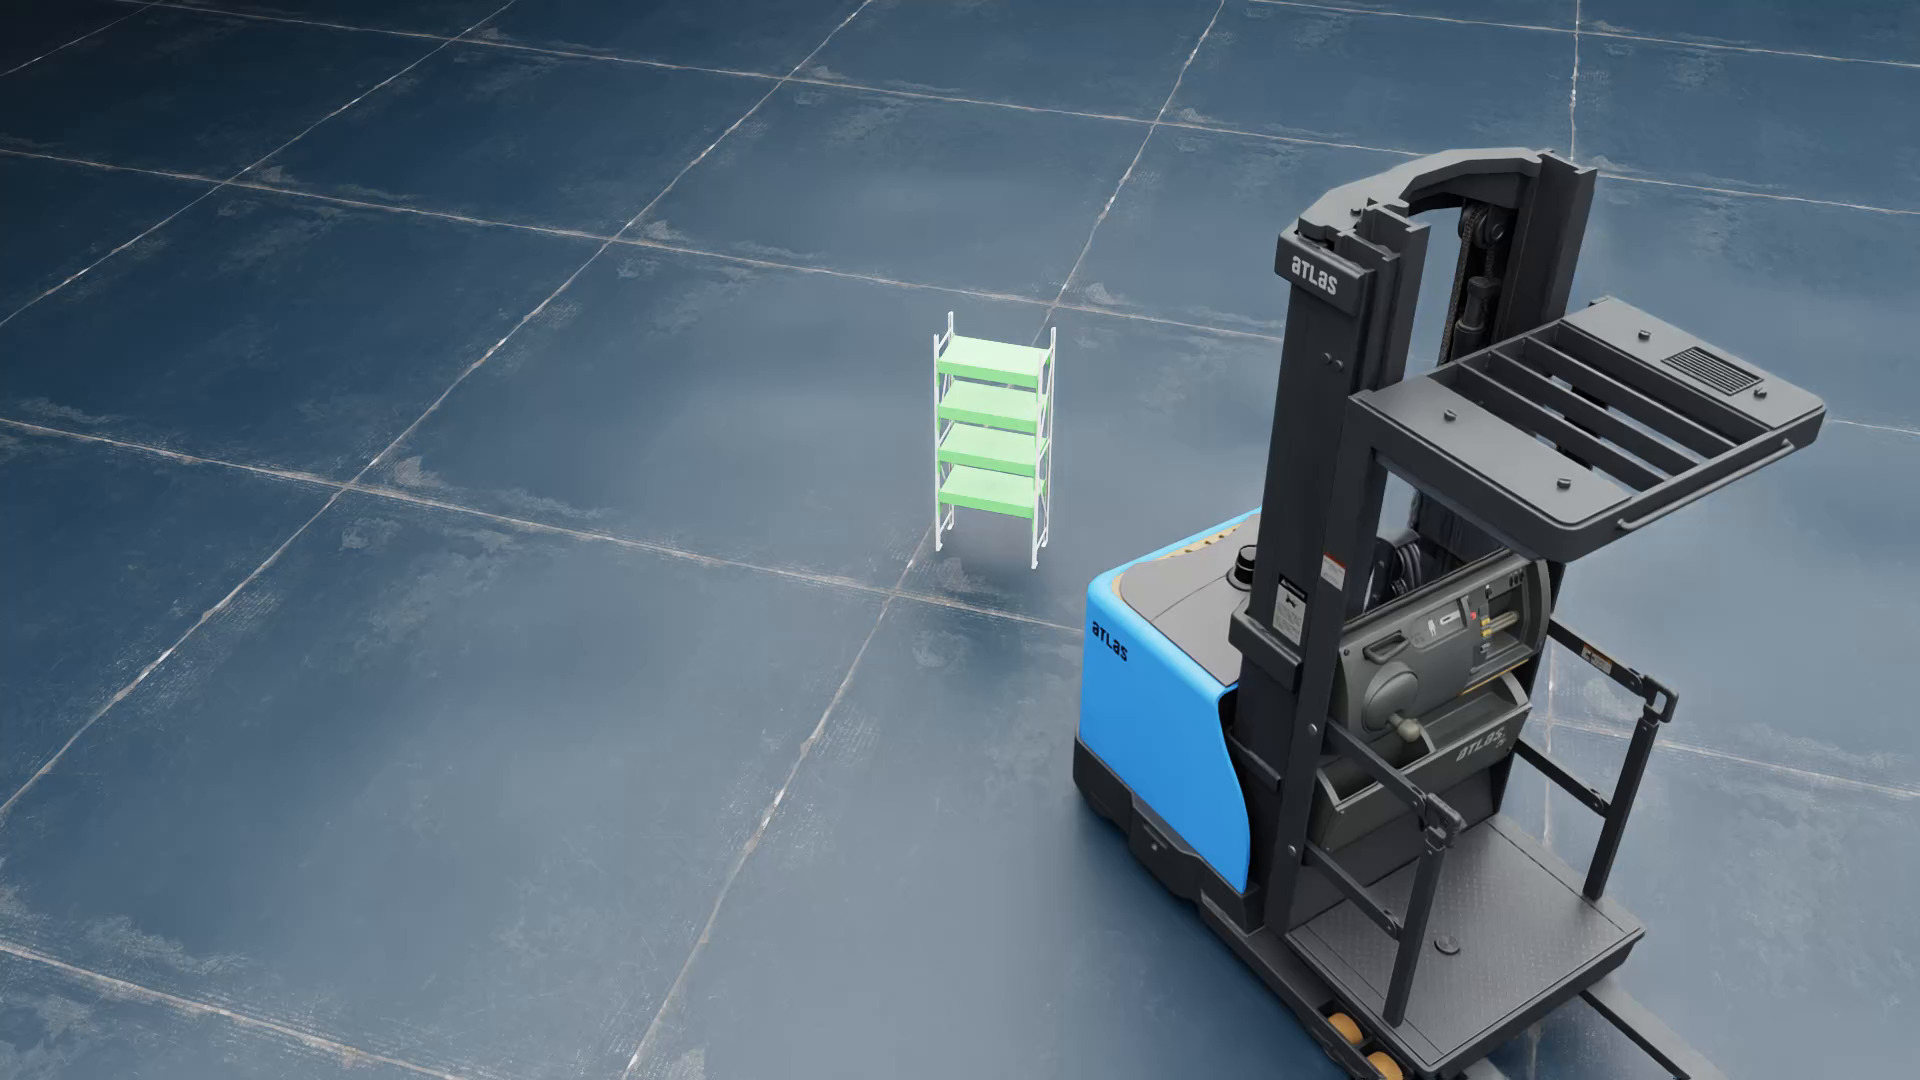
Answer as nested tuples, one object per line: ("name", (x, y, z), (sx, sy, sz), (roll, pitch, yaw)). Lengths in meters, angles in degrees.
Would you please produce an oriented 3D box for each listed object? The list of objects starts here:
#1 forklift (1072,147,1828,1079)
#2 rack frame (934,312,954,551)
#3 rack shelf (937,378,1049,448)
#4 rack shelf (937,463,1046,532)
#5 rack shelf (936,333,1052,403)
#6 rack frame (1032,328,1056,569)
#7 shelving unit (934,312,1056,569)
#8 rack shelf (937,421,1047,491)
("forklift", (1.691, 0.405, 5.228), (1.130, 2.935, 3.031), (-21, 41, -26))
("rack frame", (-0.075, -0.497, 7.913), (0.015, 1.200, 0.240), (10, 38, 14))
("rack shelf", (0.158, -0.596, 7.750), (0.480, 0.148, 0.258), (10, 38, 14))
("rack shelf", (0.158, -0.209, 8.035), (0.480, 0.148, 0.258), (10, 38, 14))
("rack shelf", (0.158, -0.789, 7.608), (0.480, 0.148, 0.258), (10, 38, 14))
("rack frame", (0.391, -0.411, 7.796), (0.015, 1.200, 0.240), (10, 38, 14))
("shelving unit", (0.158, -0.454, 7.855), (0.503, 1.200, 0.258), (10, 38, 14))
("rack shelf", (0.158, -0.402, 7.892), (0.480, 0.148, 0.258), (10, 38, 14))
